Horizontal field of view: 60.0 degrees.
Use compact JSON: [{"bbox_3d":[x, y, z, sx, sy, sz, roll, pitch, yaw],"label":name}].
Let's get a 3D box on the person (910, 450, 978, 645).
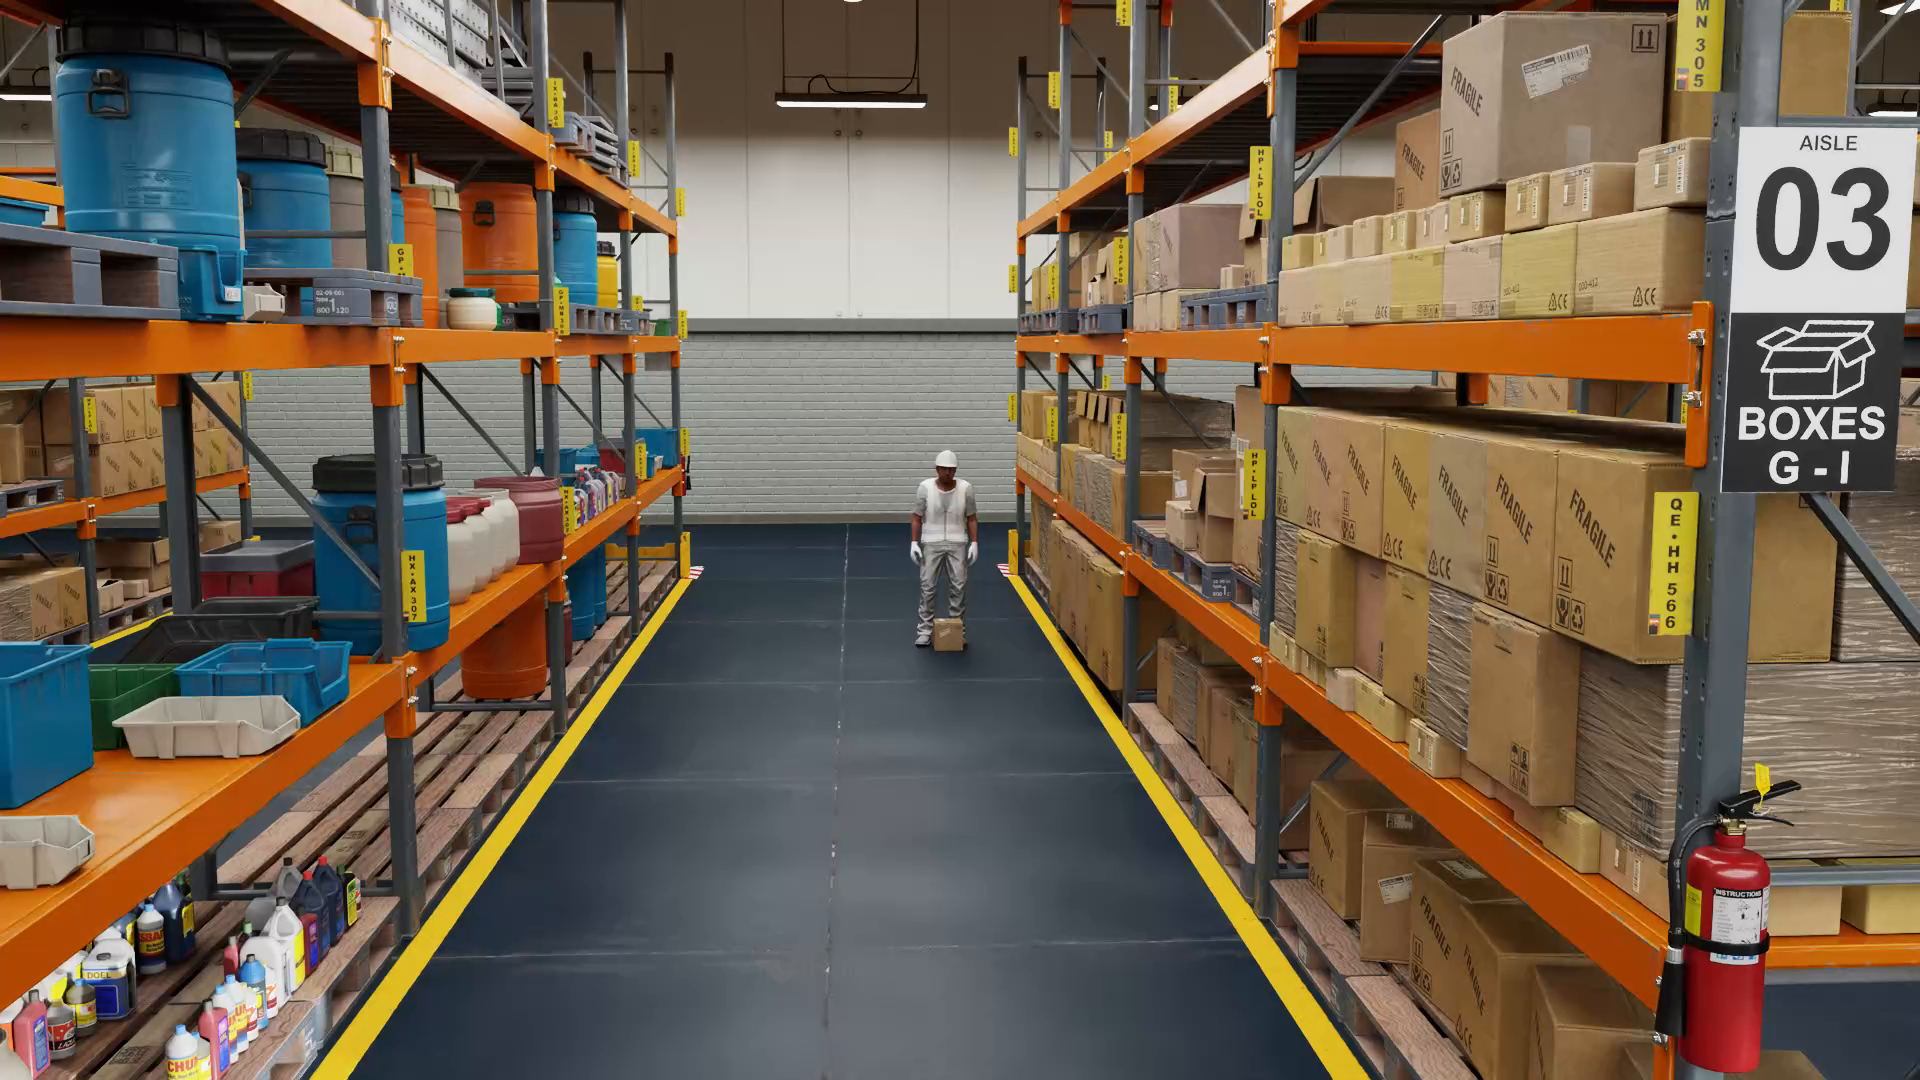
[{"bbox_3d":[-0.143,0.069,15.112,0.619,1.775,0.446,0,7,-3],"label":"person"}]
